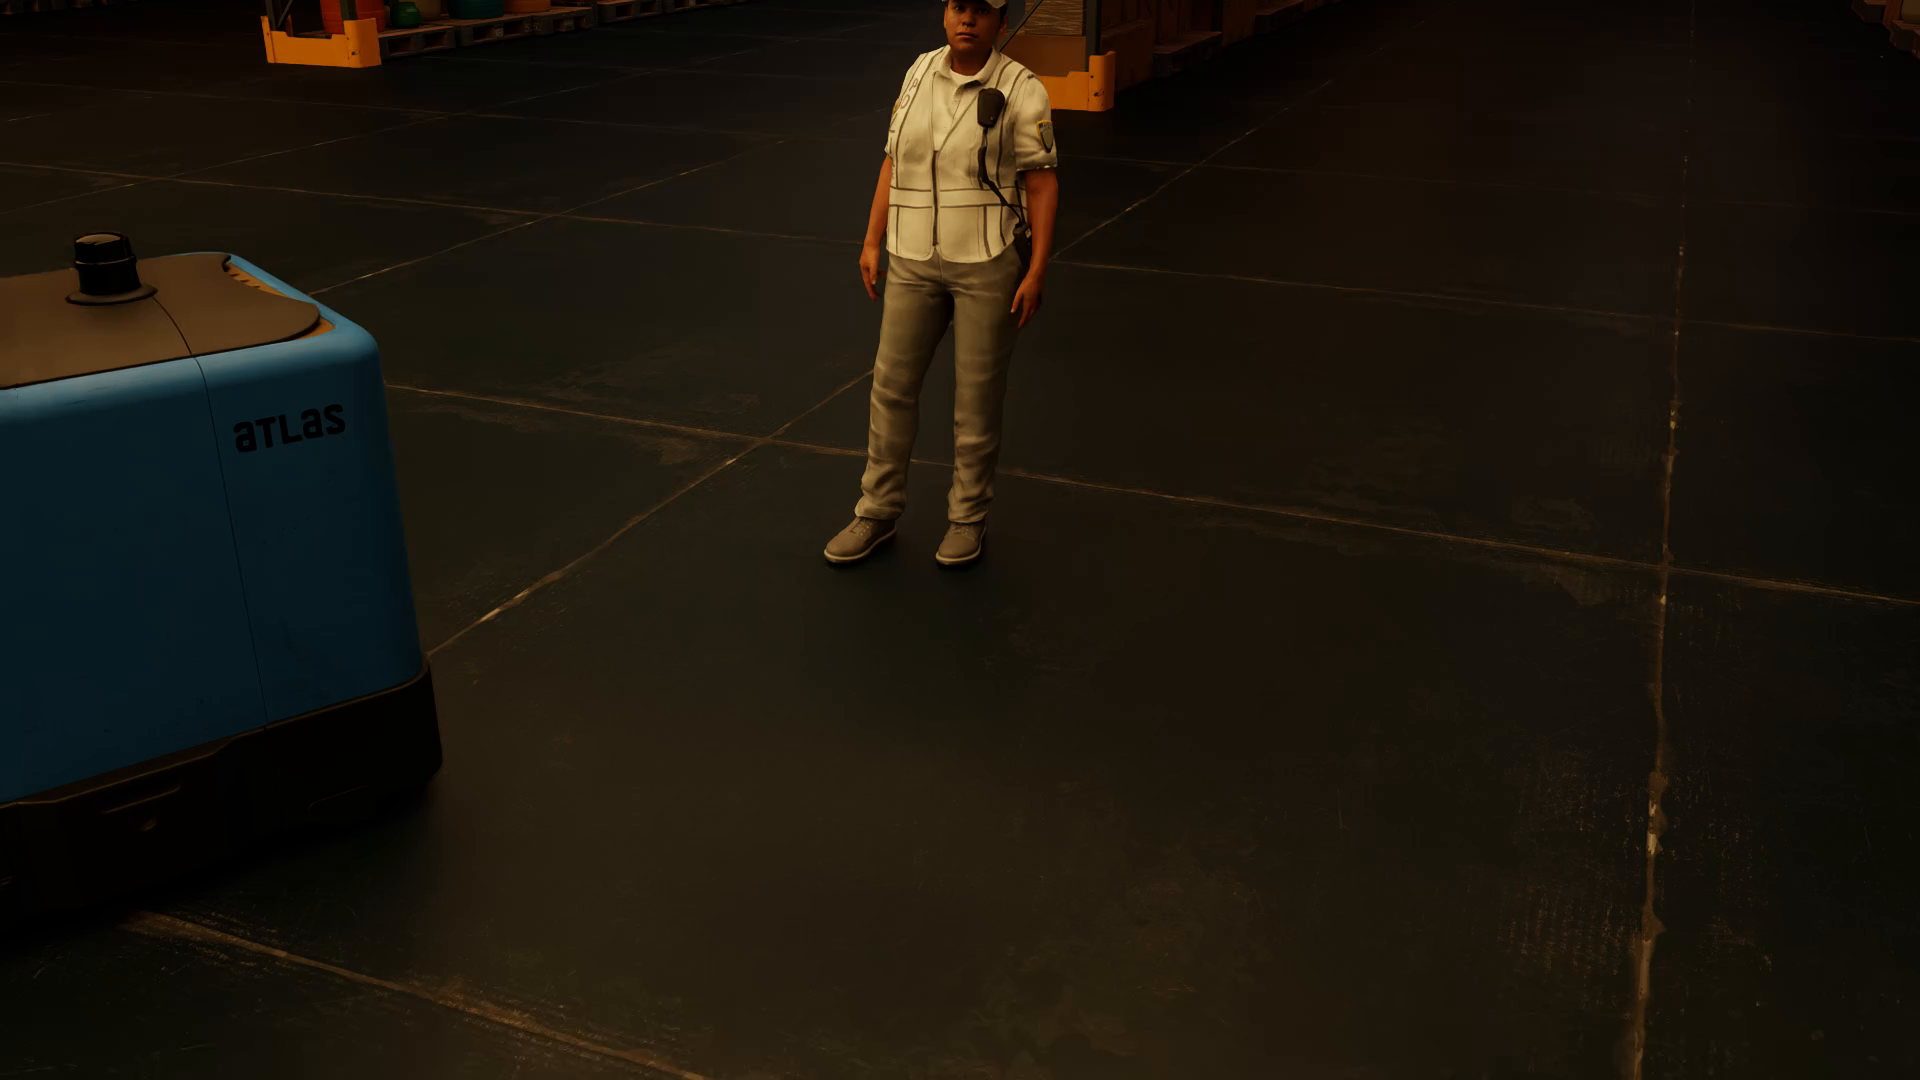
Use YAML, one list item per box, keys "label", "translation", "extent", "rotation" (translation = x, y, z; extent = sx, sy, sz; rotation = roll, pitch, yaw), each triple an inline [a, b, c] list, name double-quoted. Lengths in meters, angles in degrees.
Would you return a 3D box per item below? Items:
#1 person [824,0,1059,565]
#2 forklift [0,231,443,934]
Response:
- label: "person"
  translation: [-0.050, -0.752, 4.711]
  extent: [0.599, 1.670, 0.529]
  rotation: [9, 24, 21]
- label: "forklift"
  translation: [-2.623, -0.568, 2.651]
  extent: [3.031, 2.935, 1.130]
  rotation: [-17, 28, -35]
